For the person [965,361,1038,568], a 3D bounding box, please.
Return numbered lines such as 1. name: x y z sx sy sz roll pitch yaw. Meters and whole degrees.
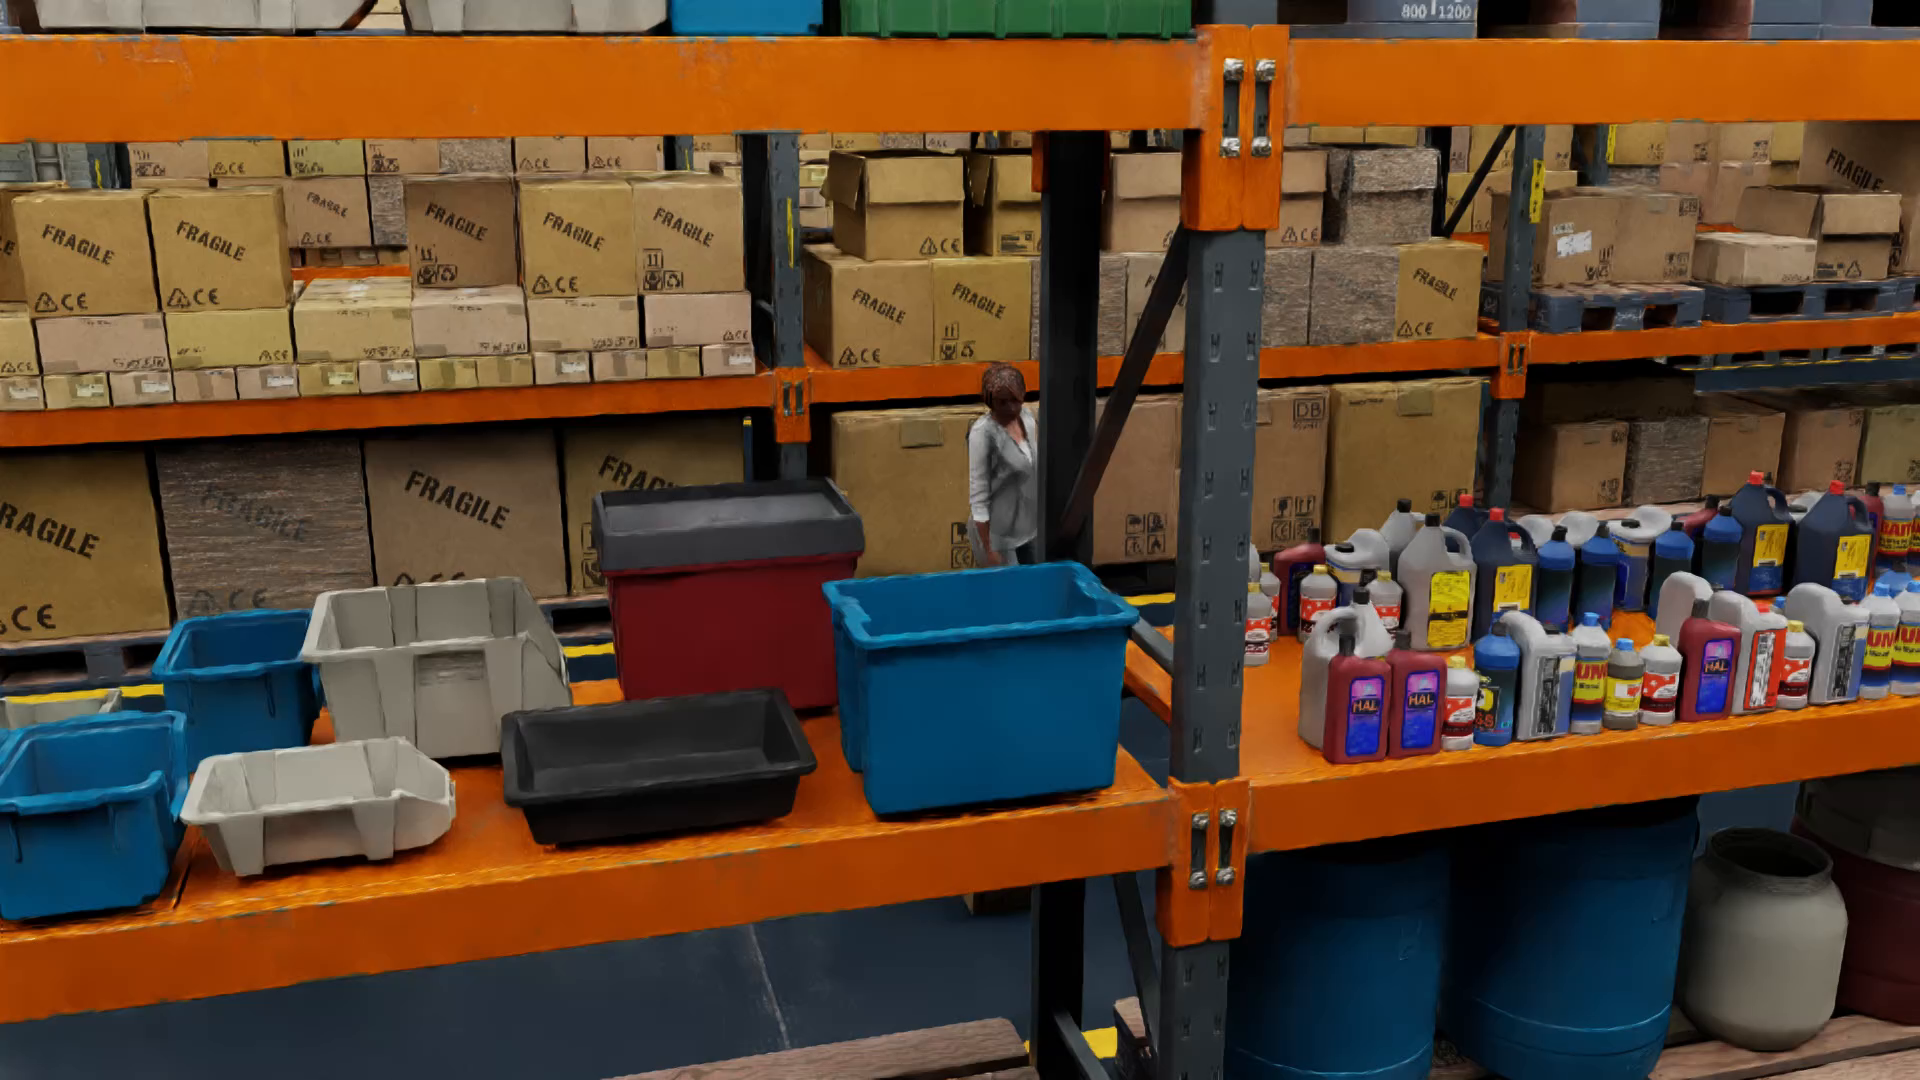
1. person: 0.163 -0.010 7.105 0.537 1.571 0.463 12 20 35
